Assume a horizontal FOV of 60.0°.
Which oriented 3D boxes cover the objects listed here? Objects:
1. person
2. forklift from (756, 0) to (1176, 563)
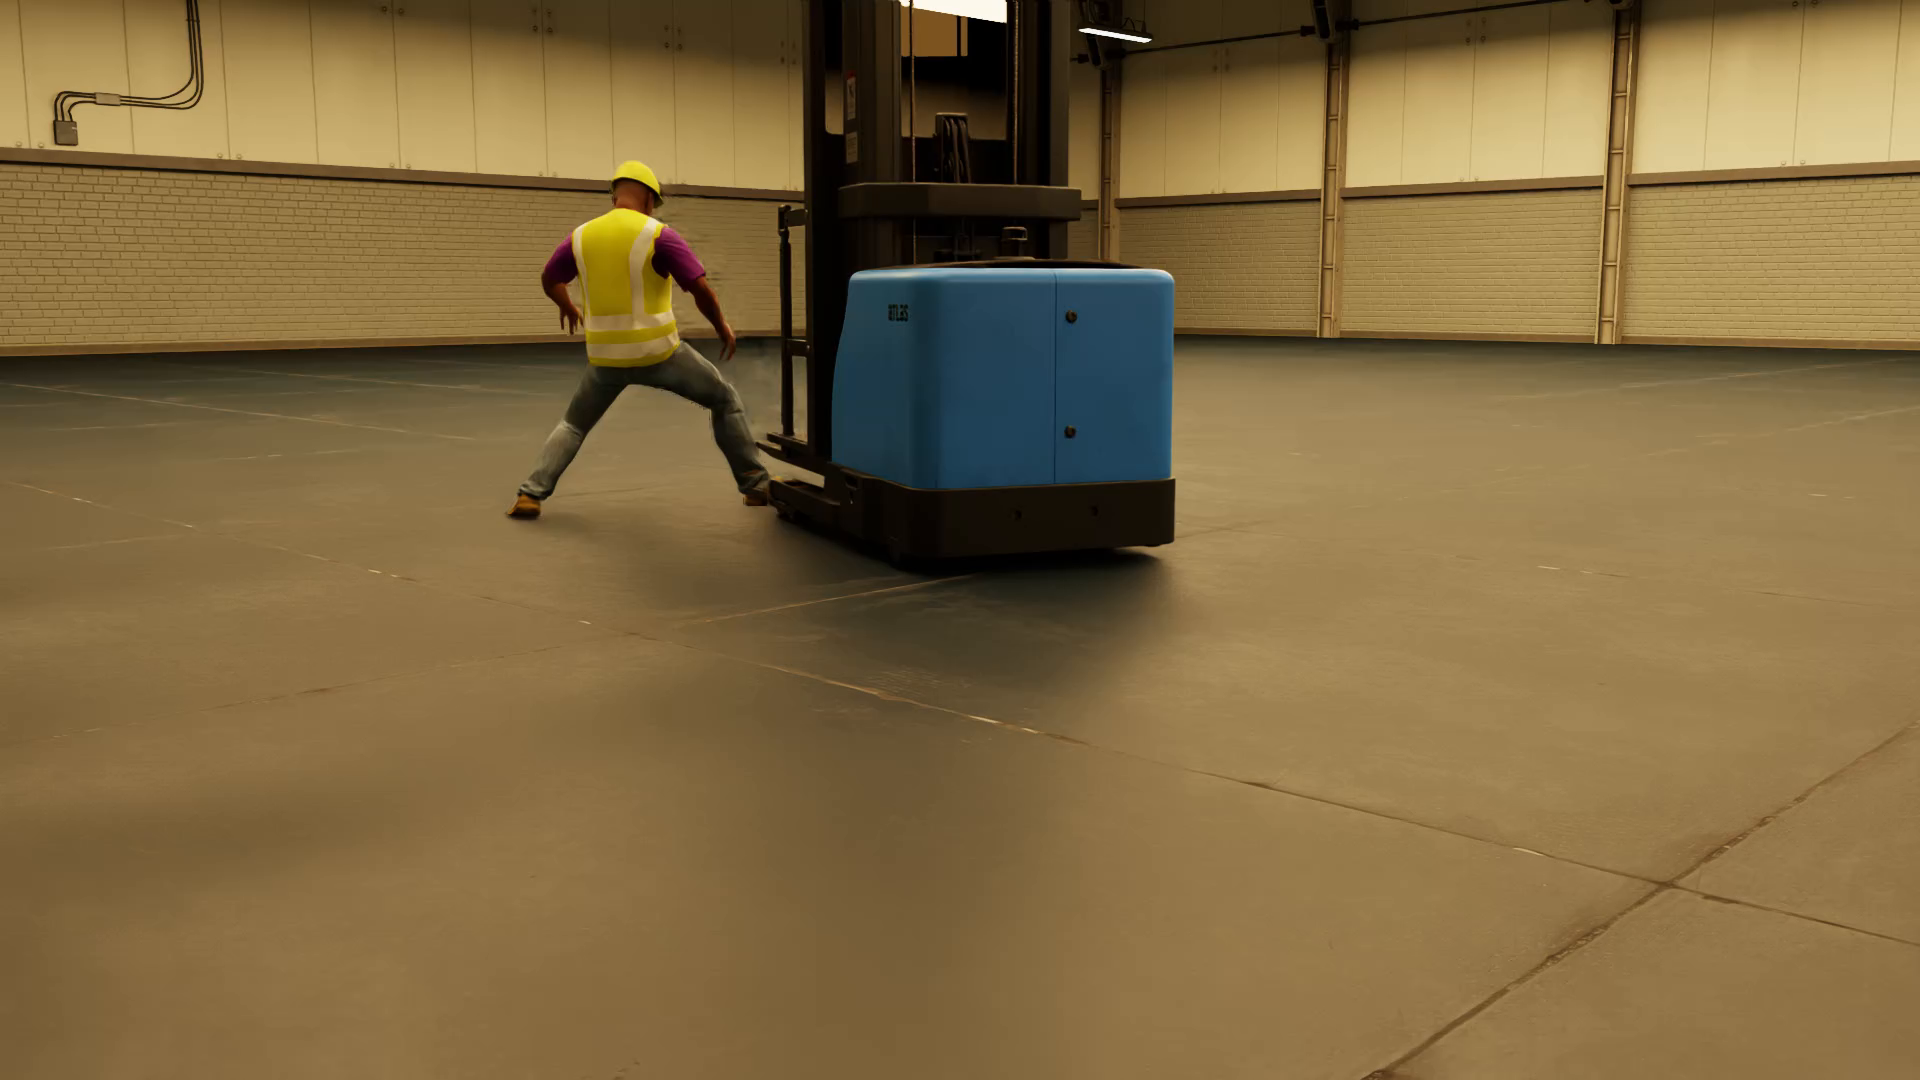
[{"bbox_3d":[-1.456,-0.899,7.550,1.055,1.606,0.987,3,9,19],"label":"person"},{"bbox_3d":[-0.206,-1.548,7.156,1.130,2.935,3.031,-3,9,-21],"label":"forklift"}]
